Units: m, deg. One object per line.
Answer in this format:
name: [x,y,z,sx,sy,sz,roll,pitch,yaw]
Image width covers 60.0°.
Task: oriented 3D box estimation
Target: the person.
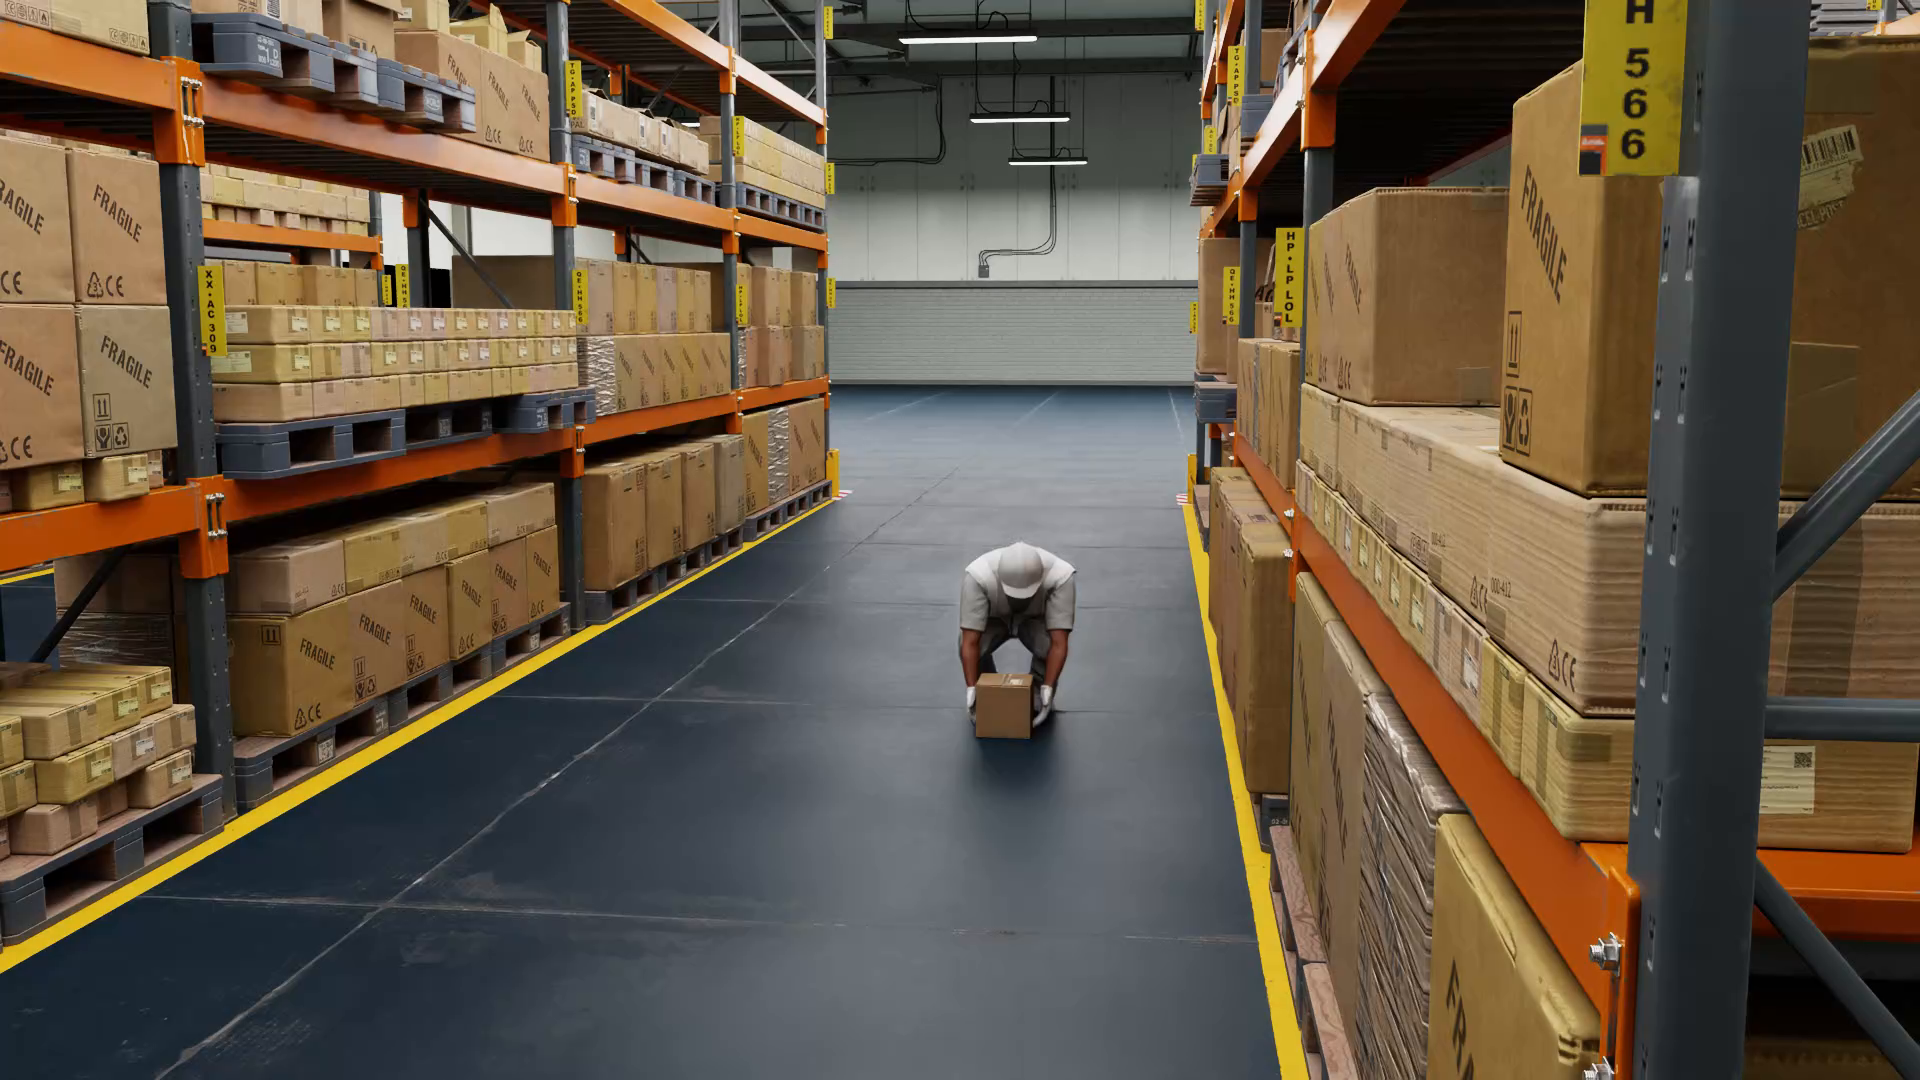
person: [0.276,0.409,8.032,0.578,0.896,0.911,1,8,6]
